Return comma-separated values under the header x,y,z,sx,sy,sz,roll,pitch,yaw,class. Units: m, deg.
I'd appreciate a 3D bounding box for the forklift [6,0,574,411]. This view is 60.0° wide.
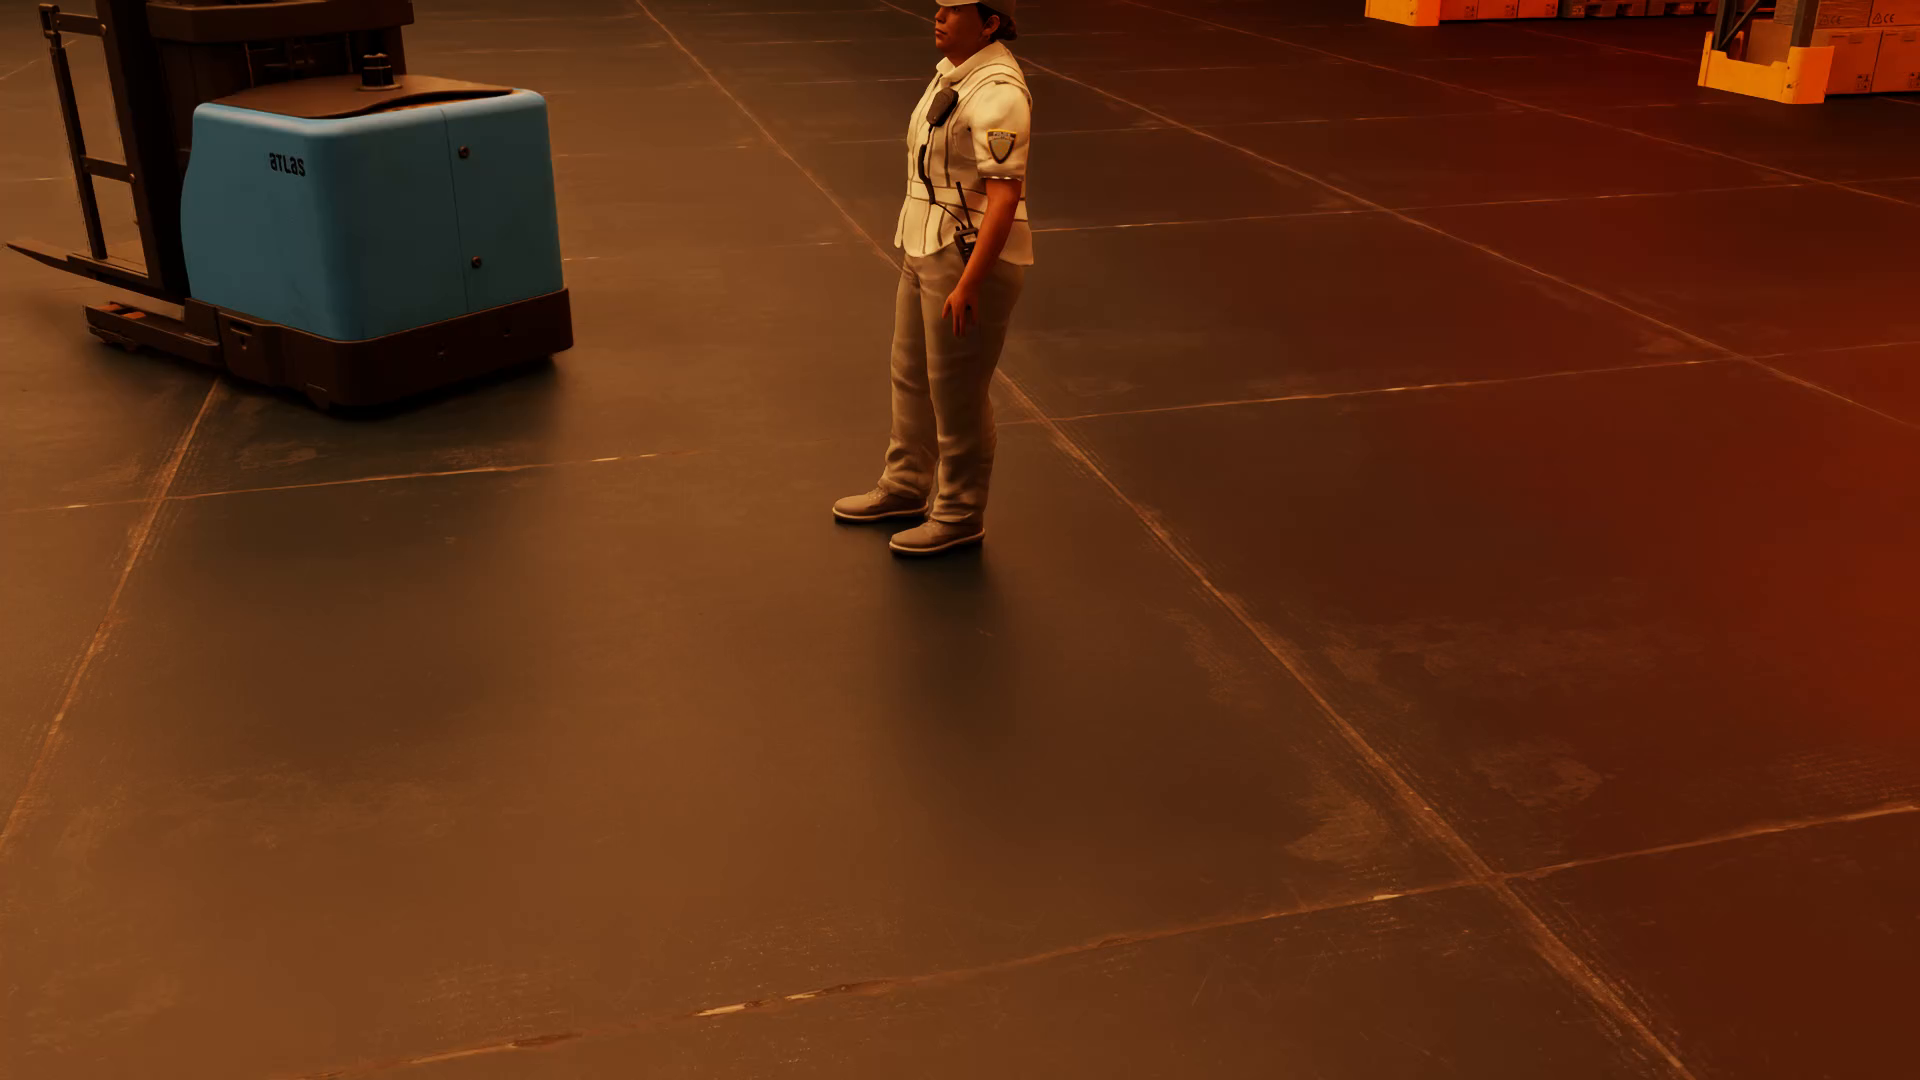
x,y,z,sx,sy,sz,roll,pitch,yaw,class
-3.038,-2.271,6.645,3.031,2.935,1.130,17,28,34,forklift

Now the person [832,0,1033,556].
x,y,z,sx,sy,sz,roll,pitch,yaw,class
-0.080,-0.774,4.726,0.529,1.670,0.598,-6,24,-14,person
